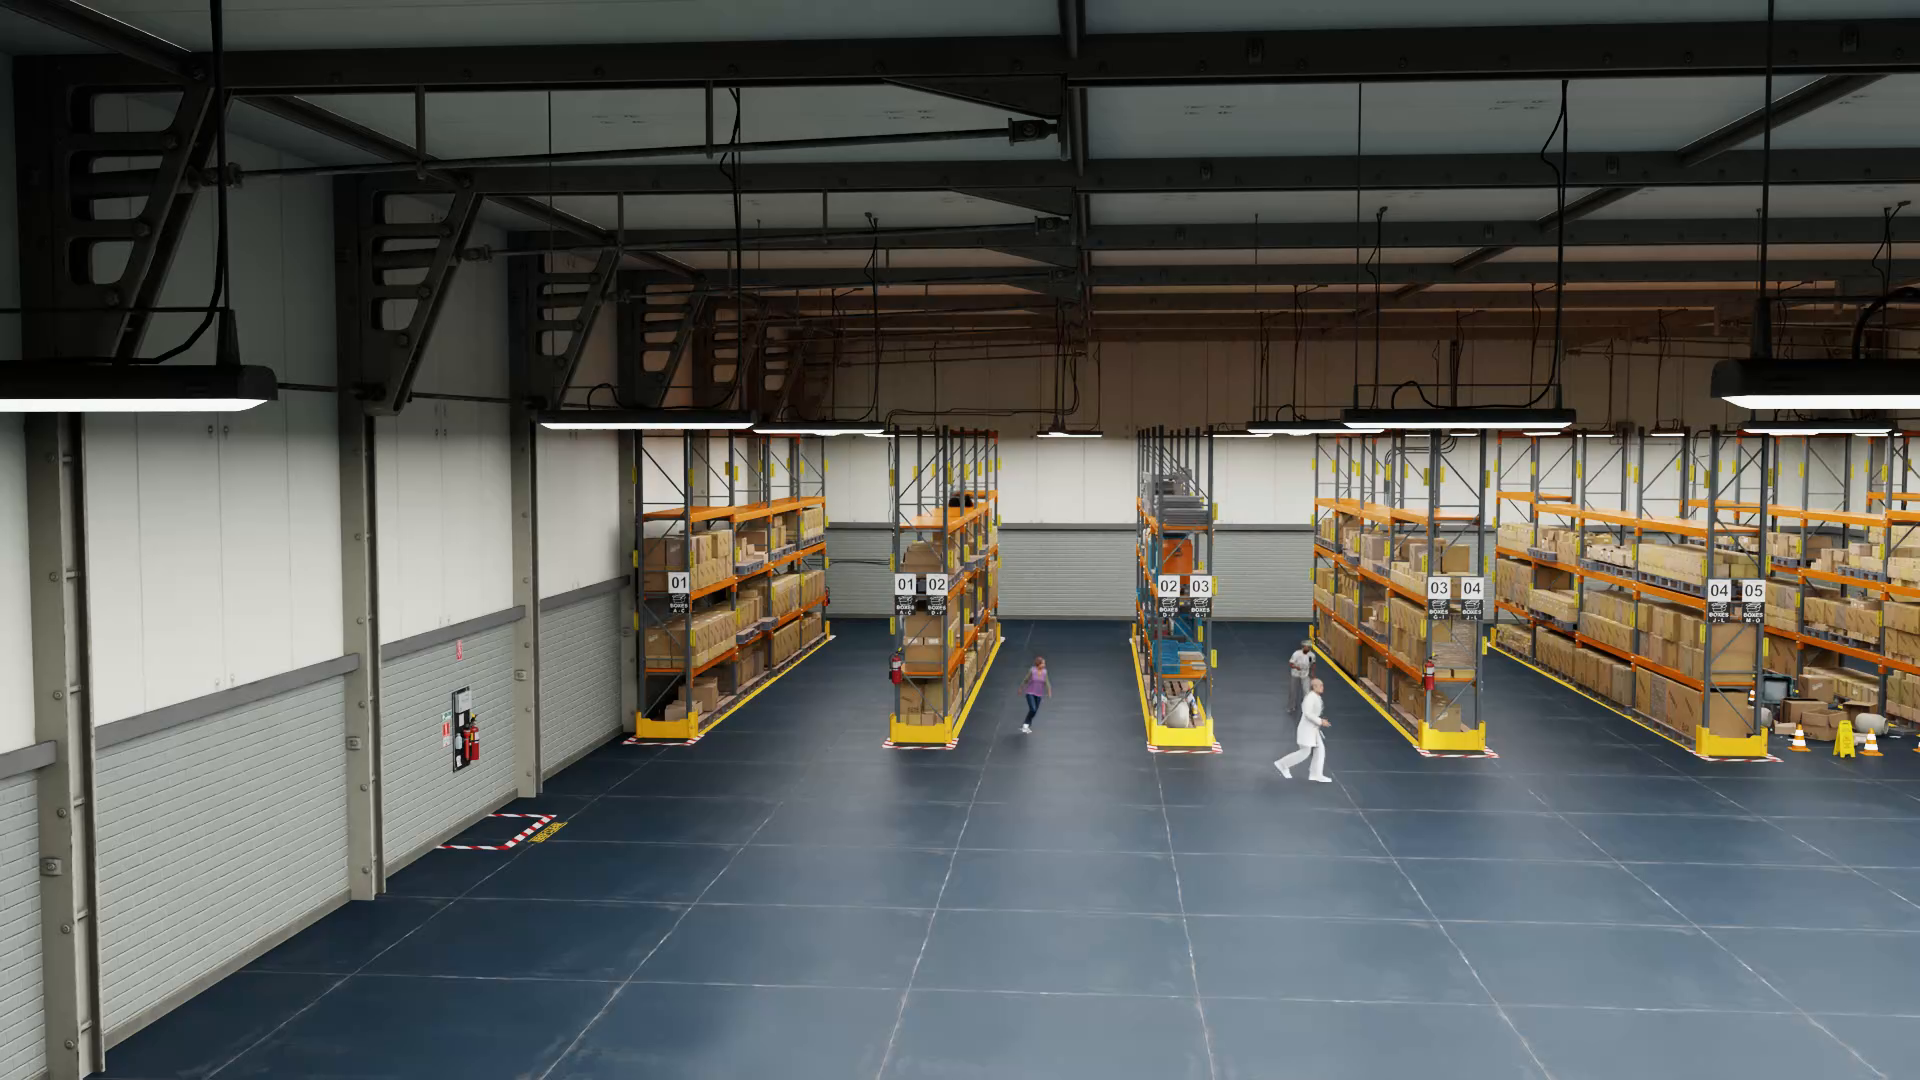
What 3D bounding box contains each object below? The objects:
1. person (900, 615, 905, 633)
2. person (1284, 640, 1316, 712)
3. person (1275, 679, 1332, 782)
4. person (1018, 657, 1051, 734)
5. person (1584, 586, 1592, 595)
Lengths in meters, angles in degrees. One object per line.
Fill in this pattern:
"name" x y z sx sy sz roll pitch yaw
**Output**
"person" -1.293 2.331 43.115 0.608 1.617 0.684 -1 3 -10
"person" 7.086 2.863 34.682 0.658 1.618 0.830 1 4 13
"person" 5.759 3.182 27.855 0.933 1.743 0.706 1 4 23
"person" 1.467 3.067 32.266 0.514 1.426 0.682 -2 4 -25
"person" 17.809 2.105 47.116 0.679 1.620 0.630 0 3 -5
